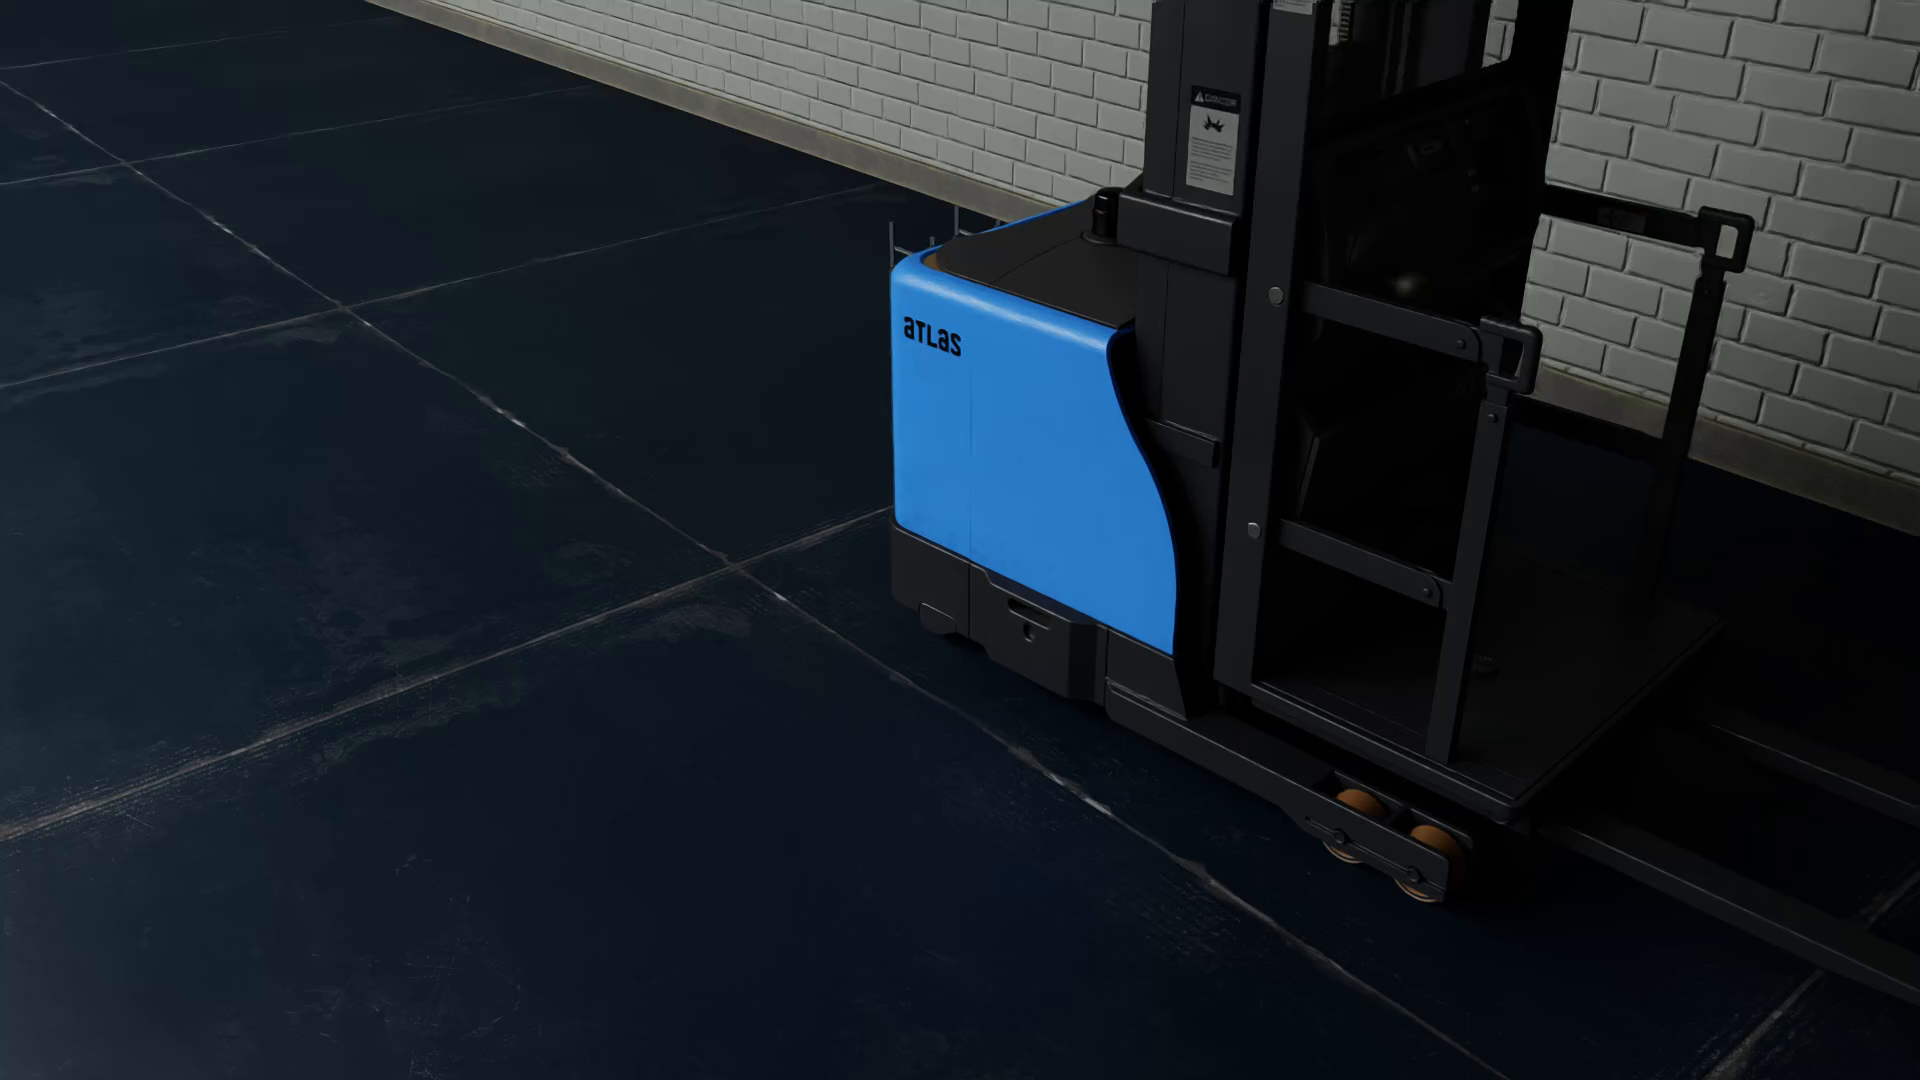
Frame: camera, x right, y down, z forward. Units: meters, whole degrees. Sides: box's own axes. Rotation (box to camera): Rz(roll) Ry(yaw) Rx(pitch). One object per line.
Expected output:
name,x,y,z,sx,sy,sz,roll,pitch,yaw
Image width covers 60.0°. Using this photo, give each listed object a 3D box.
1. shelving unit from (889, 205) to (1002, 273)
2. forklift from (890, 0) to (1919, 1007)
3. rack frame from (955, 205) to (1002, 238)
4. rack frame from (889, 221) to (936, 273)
shelving unit,-0.041,-0.447,4.989,0.252,1.050,0.215,-22,35,-35
forklift,1.202,-0.756,3.573,3.031,2.935,1.130,25,37,38
rack frame,0.052,-0.484,5.059,0.008,1.050,0.200,-22,35,-35
rack frame,-0.134,-0.409,4.920,0.008,1.050,0.200,-22,35,-35
